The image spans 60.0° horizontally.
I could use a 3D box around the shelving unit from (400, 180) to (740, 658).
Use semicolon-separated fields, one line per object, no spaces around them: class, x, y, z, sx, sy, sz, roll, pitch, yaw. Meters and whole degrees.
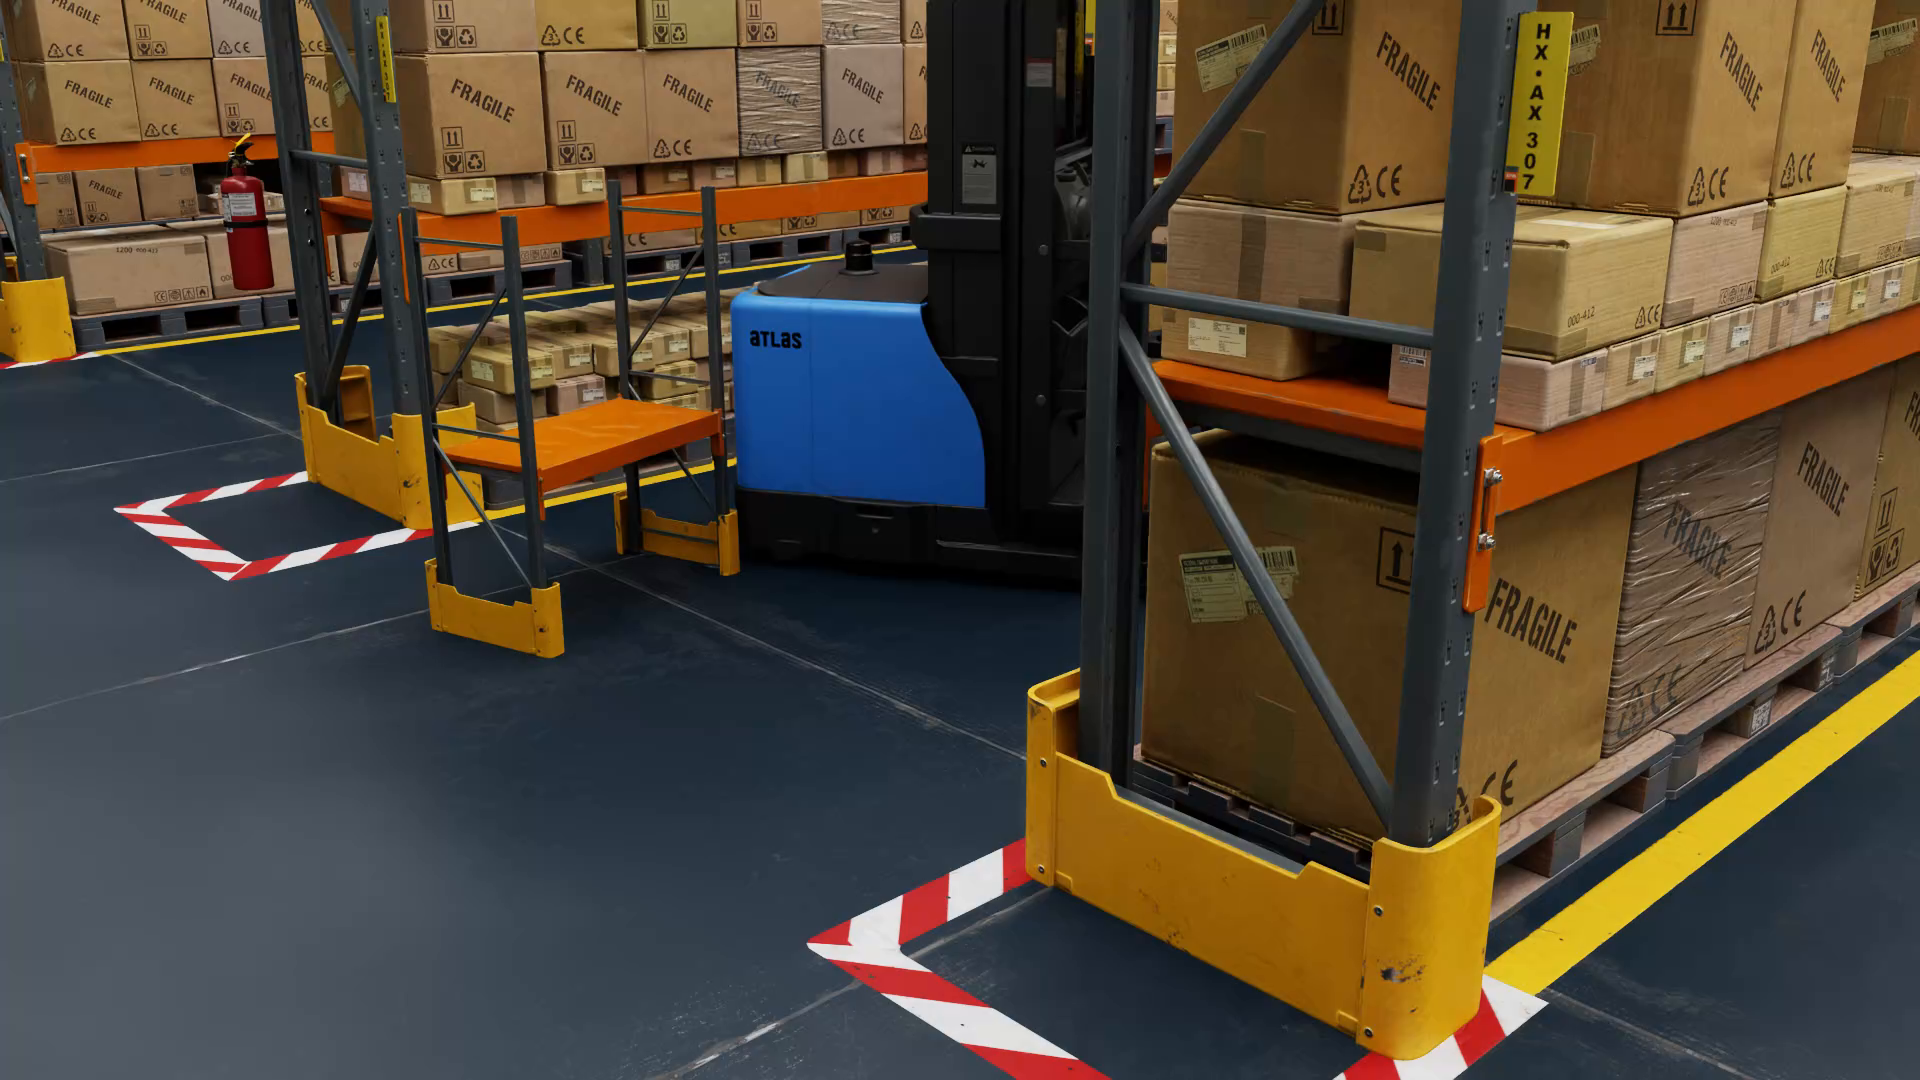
shelving unit;-1.391;-0.493;6.073;0.587;1.500;1.083;10;21;29

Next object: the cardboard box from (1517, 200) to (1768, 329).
cardboard box;1.595;-0.701;4.045;0.500;0.250;0.500;-17;24;-41

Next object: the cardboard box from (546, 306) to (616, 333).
cardboard box;-1.882;-1.071;8.402;0.380;0.149;0.250;17;24;42

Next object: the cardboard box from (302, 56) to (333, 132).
cardboard box;-4.493;-3.111;11.554;0.500;0.500;0.500;-15;23;-39

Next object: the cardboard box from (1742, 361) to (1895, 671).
cardboard box;2.405;-0.202;5.509;0.875;0.875;0.875;-16;24;-41

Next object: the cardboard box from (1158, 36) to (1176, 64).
cardboard box;1.060;-2.863;9.713;0.250;0.149;0.380;-15;23;-39

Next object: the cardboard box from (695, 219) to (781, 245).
cardboard box;-2.168;-3.078;14.379;0.875;0.875;0.875;-15;23;-39

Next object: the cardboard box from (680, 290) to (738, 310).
cardboard box;-1.286;-1.233;8.902;0.250;0.149;0.380;-16;24;-41

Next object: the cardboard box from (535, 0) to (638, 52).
cardboard box;-1.776;-2.420;7.319;0.500;0.500;0.500;-15;23;-39

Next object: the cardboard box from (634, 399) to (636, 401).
cardboard box;-1.737;-0.622;7.981;0.250;0.149;0.380;-16;24;-40

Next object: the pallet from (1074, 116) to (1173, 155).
pallet;0.915;-2.497;10.133;1.213;0.211;1.003;-16;24;-41

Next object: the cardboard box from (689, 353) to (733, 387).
cardboard box;-1.347;-0.874;8.277;0.380;0.149;0.250;16;24;41

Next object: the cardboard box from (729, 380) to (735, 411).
cardboard box;-1.115;-0.760;8.408;0.380;0.149;0.250;16;24;41

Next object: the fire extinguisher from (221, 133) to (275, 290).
fire extinguisher;-3.147;-1.447;7.314;0.183;0.674;0.296;-16;24;-41

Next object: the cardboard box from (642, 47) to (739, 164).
cardboard box;-1.395;-2.053;7.810;0.500;0.500;0.500;-16;24;-40

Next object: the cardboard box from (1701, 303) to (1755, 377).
cardboard box;1.732;-0.524;4.146;0.250;0.149;0.380;-17;24;-42

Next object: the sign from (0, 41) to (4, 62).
sign;-5.745;-3.023;9.912;0.005;0.325;0.100;-16;24;-41

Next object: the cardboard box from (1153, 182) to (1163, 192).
cardboard box;1.384;-2.262;11.253;0.500;0.250;0.500;17;24;41

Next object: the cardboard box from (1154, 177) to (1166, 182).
cardboard box;1.698;-3.927;17.812;0.625;0.372;0.950;-14;23;-37

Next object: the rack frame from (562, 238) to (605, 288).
rack frame;-3.215;-3.547;13.060;0.127;3.000;1.000;-16;24;-41

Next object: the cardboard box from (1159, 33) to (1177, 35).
cardboard box;1.172;-3.169;10.658;0.380;0.149;0.250;17;25;42

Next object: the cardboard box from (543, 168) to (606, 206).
cardboard box;-1.798;-1.595;7.448;0.380;0.149;0.250;17;25;42

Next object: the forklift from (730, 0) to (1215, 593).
forklift;0.668;-1.336;6.352;3.031;2.935;1.130;5;19;15

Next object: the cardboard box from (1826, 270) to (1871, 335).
cardboard box;2.289;-0.686;4.645;0.250;0.149;0.380;-17;25;-42

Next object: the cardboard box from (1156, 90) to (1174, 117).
cardboard box;1.059;-2.579;9.803;0.250;0.149;0.380;-16;24;-40

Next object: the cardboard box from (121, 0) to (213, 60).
cardboard box;-5.206;-3.371;10.735;0.500;0.500;0.500;-17;25;-42

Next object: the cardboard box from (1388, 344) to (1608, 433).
cardboard box;1.172;-0.360;3.639;0.250;0.149;0.380;-16;24;-40

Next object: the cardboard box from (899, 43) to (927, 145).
cardboard box;-0.276;-2.372;8.793;0.500;0.500;0.500;-17;25;-42

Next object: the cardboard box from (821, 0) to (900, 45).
cardboard box;-0.650;-2.747;8.329;0.500;0.500;0.500;-15;24;-39

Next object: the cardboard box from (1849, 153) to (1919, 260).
cardboard box;2.708;-1.025;5.044;0.500;0.250;0.500;-16;24;-40

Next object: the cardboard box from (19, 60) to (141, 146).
cardboard box;-5.575;-2.784;10.546;0.500;0.500;0.500;-17;24;-41

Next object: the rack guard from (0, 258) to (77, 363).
rack guard;-6.139;-1.505;10.815;0.348;0.500;1.175;-16;24;-41

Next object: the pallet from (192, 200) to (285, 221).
pallet;-7.128;-3.186;16.470;1.213;0.211;1.003;-16;24;-41

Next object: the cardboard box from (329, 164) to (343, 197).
cardboard box;-6.122;-3.721;16.970;0.500;0.500;0.500;-15;23;-38

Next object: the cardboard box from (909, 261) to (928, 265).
cardboard box;-0.133;-1.559;9.906;0.250;0.149;0.380;-15;23;-39

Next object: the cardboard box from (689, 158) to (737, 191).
cardboard box;-1.291;-1.779;8.014;0.250;0.149;0.380;-17;24;-42

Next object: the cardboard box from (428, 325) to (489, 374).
cardboard box;-2.437;-0.907;7.895;0.250;0.149;0.380;-16;24;-40

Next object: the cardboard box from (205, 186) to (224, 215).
cardboard box;-7.090;-3.298;16.045;0.258;0.266;0.396;-15;23;-39

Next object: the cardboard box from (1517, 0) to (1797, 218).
cardboard box;1.585;-1.052;3.911;0.500;0.500;0.500;-17;25;-42

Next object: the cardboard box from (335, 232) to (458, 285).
cardboard box;-4.395;-2.229;12.469;0.875;0.438;0.875;17;25;42

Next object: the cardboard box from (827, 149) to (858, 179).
cardboard box;-0.738;-1.949;8.539;0.250;0.149;0.380;-17;24;-42

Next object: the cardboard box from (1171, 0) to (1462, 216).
cardboard box;0.861;-1.067;3.958;0.500;0.500;0.500;-16;24;-40

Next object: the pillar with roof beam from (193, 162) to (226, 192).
pillar with roof beam;-4.795;-6.602;12.755;0.400;9.000;9.100;-16;24;-41

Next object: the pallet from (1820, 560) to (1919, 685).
pallet;2.987;0.144;6.197;1.213;0.211;1.003;-16;24;-41

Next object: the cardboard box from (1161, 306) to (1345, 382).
cardboard box;0.720;-0.508;4.095;0.250;0.149;0.380;-16;24;-40

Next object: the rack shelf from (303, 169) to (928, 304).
rack shelf;-1.194;-1.693;8.508;4.000;0.370;1.077;-16;24;-41

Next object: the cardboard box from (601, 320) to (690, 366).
cardboard box;-1.521;-0.954;8.040;0.380;0.149;0.250;16;24;41

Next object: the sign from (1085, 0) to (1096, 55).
sign;0.324;-1.266;3.765;0.005;0.325;0.100;-16;24;-41

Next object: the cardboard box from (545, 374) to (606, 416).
cardboard box;-1.852;-0.695;7.724;0.250;0.149;0.380;-16;24;-41

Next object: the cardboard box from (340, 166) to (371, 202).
cardboard box;-2.604;-1.624;7.537;0.250;0.149;0.380;-16;24;-41

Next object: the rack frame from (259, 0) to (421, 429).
rack frame;-2.647;-1.611;7.090;0.127;3.000;1.000;-16;24;-41

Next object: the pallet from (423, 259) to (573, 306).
pallet;-3.821;-2.077;13.047;1.213;0.211;1.003;-16;24;-41

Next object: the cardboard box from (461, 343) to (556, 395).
cardboard box;-2.033;-0.773;7.481;0.380;0.149;0.250;17;24;41

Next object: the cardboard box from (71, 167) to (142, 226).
cardboard box;-7.924;-3.192;15.337;0.500;0.500;0.500;-16;24;-40

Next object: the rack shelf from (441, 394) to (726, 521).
rack shelf;-1.386;-0.324;6.136;0.538;0.185;1.000;10;21;29

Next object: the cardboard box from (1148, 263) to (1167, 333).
cardboard box;0.978;-1.567;10.325;0.500;0.500;0.500;-15;23;-39

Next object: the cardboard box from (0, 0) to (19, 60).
cardboard box;-5.935;-3.378;10.756;0.500;0.500;0.500;-15;23;-39

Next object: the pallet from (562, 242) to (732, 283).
pallet;-2.706;-2.401;14.046;1.213;0.211;1.003;-16;24;-41
